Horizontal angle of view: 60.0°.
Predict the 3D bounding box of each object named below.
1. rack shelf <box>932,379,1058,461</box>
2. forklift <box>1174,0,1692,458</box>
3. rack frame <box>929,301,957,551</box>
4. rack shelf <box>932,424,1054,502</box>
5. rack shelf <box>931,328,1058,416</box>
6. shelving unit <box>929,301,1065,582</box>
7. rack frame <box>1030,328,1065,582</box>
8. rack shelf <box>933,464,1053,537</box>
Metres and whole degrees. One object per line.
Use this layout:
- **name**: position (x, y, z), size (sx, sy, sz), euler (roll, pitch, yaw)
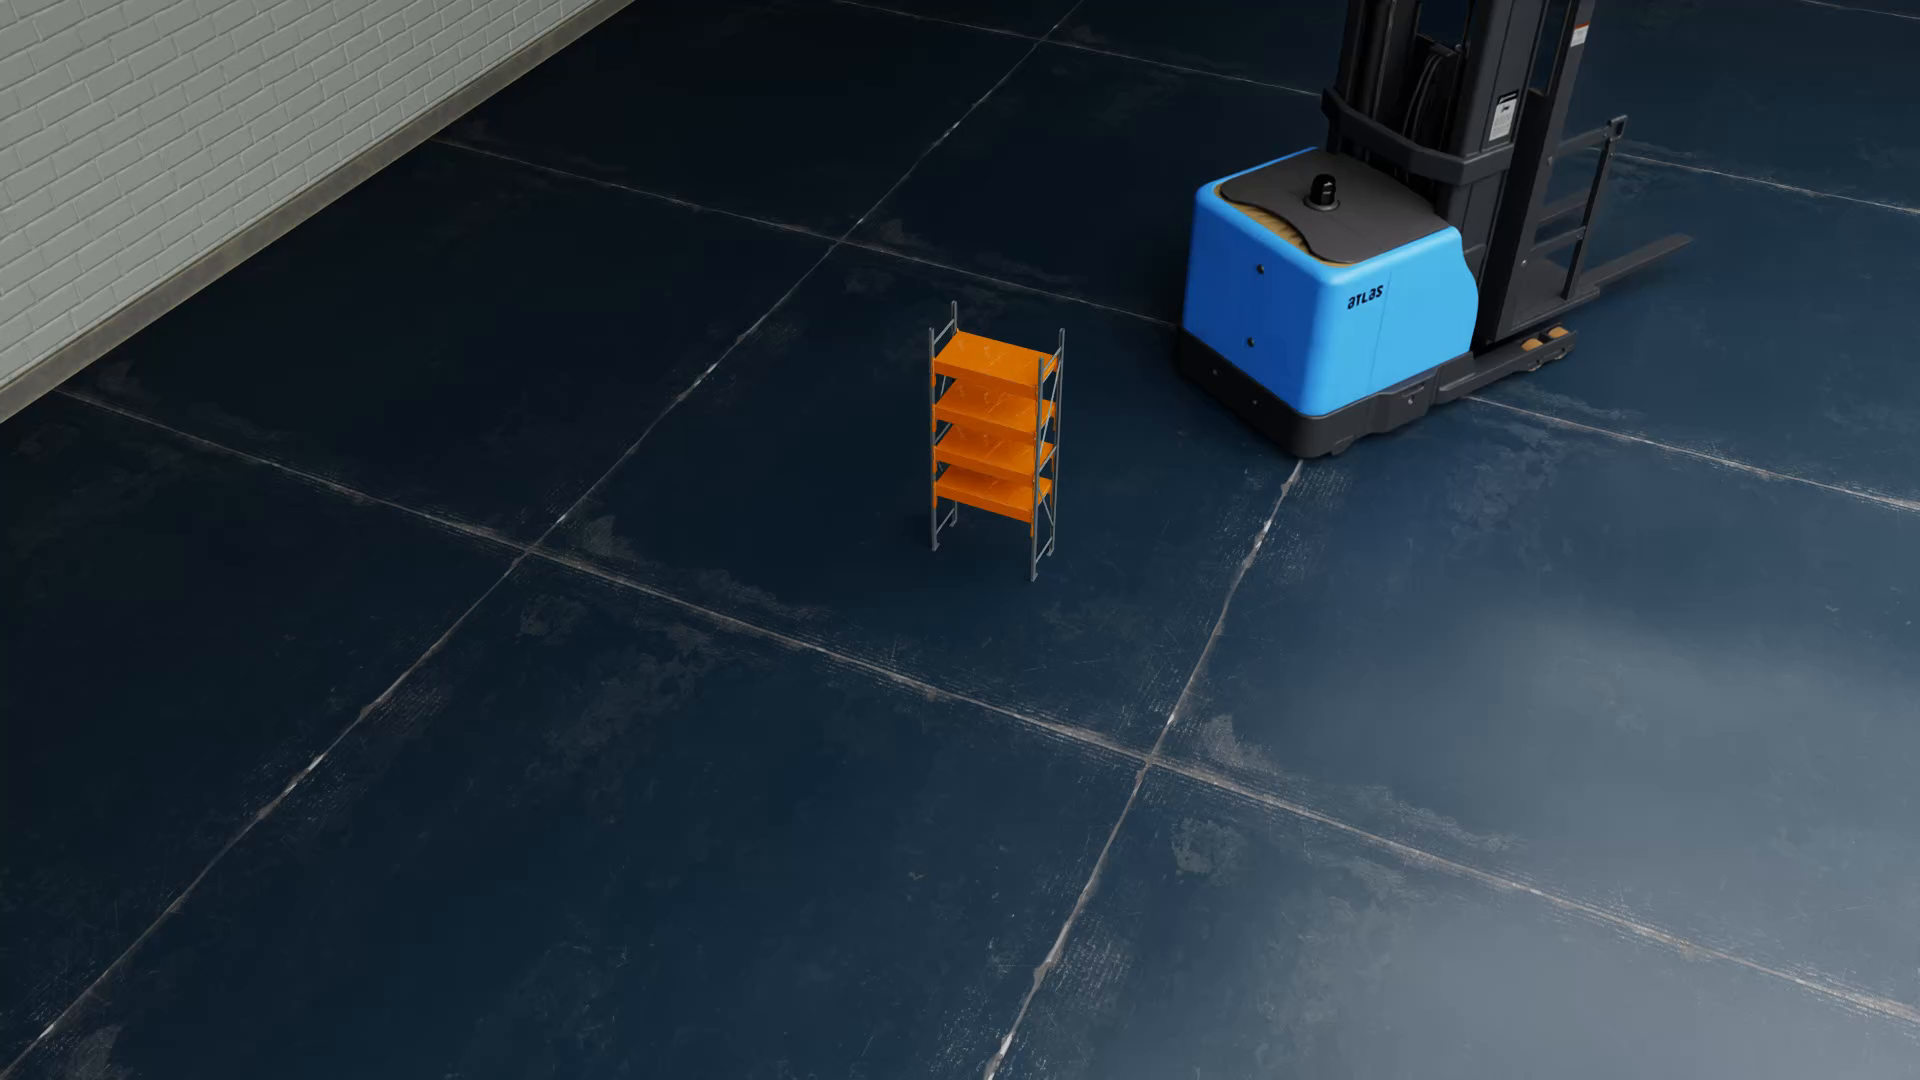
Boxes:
- **rack shelf**: position (0.150, -0.526, 7.086), size (0.480, 0.148, 0.258), euler (17, 44, 19)
- **forklift**: position (2.618, -2.251, 7.993), size (3.031, 2.935, 1.130), euler (-23, 46, -25)
- **rack frame**: position (-0.071, -0.475, 7.266), size (0.015, 1.200, 0.240), euler (17, 44, 19)
- **rack shelf**: position (0.150, -0.357, 7.232), size (0.480, 0.148, 0.258), euler (17, 44, 19)
- **rack shelf**: position (0.150, -0.705, 6.931), size (0.480, 0.148, 0.258), euler (17, 44, 19)
- **shelving unit**: position (0.150, -0.408, 7.188), size (0.503, 1.200, 0.258), euler (17, 44, 19)
- **rack frame**: position (0.371, -0.340, 7.110), size (0.015, 1.200, 0.240), euler (17, 44, 19)
- **rack shelf**: position (0.150, -0.207, 7.362), size (0.480, 0.148, 0.258), euler (17, 44, 19)
